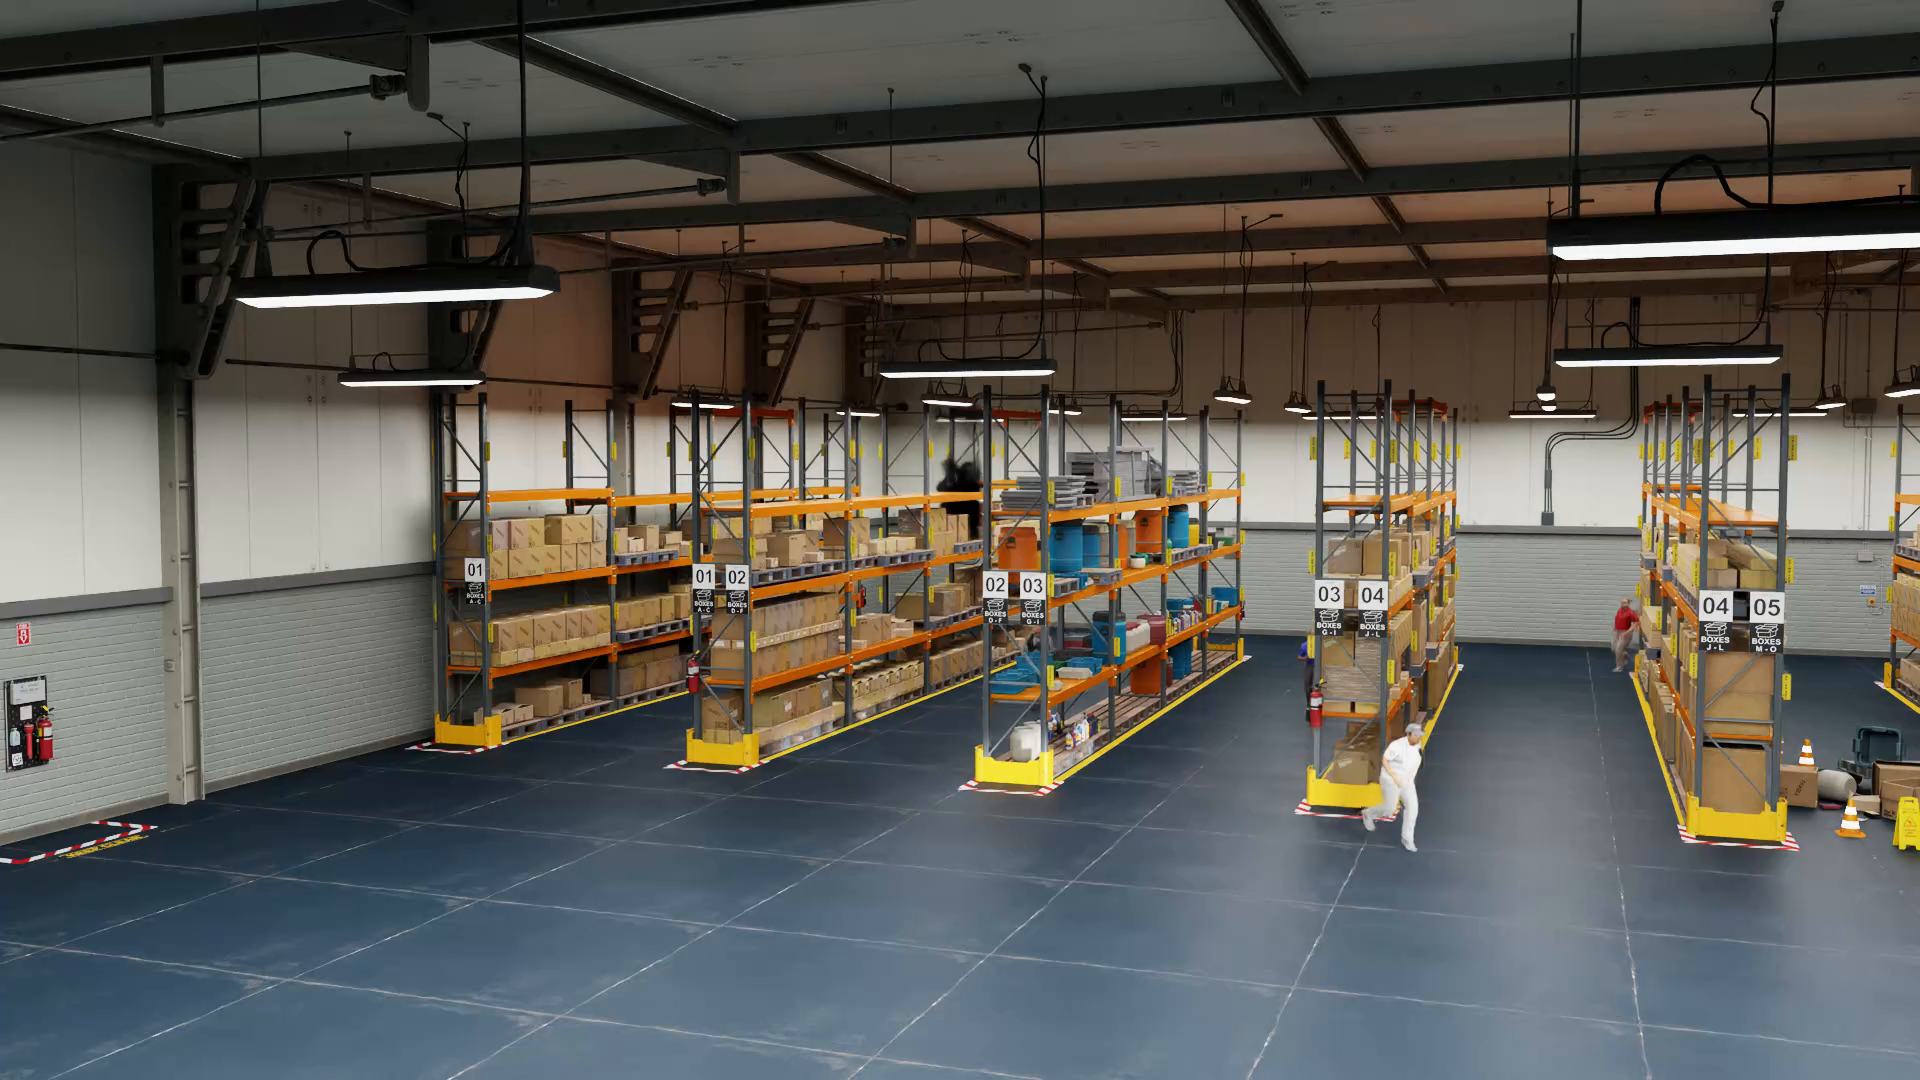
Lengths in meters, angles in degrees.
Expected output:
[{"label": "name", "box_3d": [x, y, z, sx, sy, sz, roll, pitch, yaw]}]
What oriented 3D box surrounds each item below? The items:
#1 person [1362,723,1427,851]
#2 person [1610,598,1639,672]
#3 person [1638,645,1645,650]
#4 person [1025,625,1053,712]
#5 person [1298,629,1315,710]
[{"label": "person", "box_3d": [5.548, 3.102, 21.206, 0.624, 1.633, 0.988, -2, 4, -35]}, {"label": "person", "box_3d": [15.154, 2.171, 37.806, 0.629, 1.717, 0.694, -1, 3, -23]}, {"label": "person", "box_3d": [15.768, 2.172, 37.921, 0.546, 1.645, 0.671, 3, 4, 41]}, {"label": "person", "box_3d": [1.497, 2.443, 32.029, 0.626, 1.760, 0.734, 1, 3, 19]}, {"label": "person", "box_3d": [6.642, 2.494, 31.257, 0.581, 1.655, 0.915, 1, 3, 16]}]
